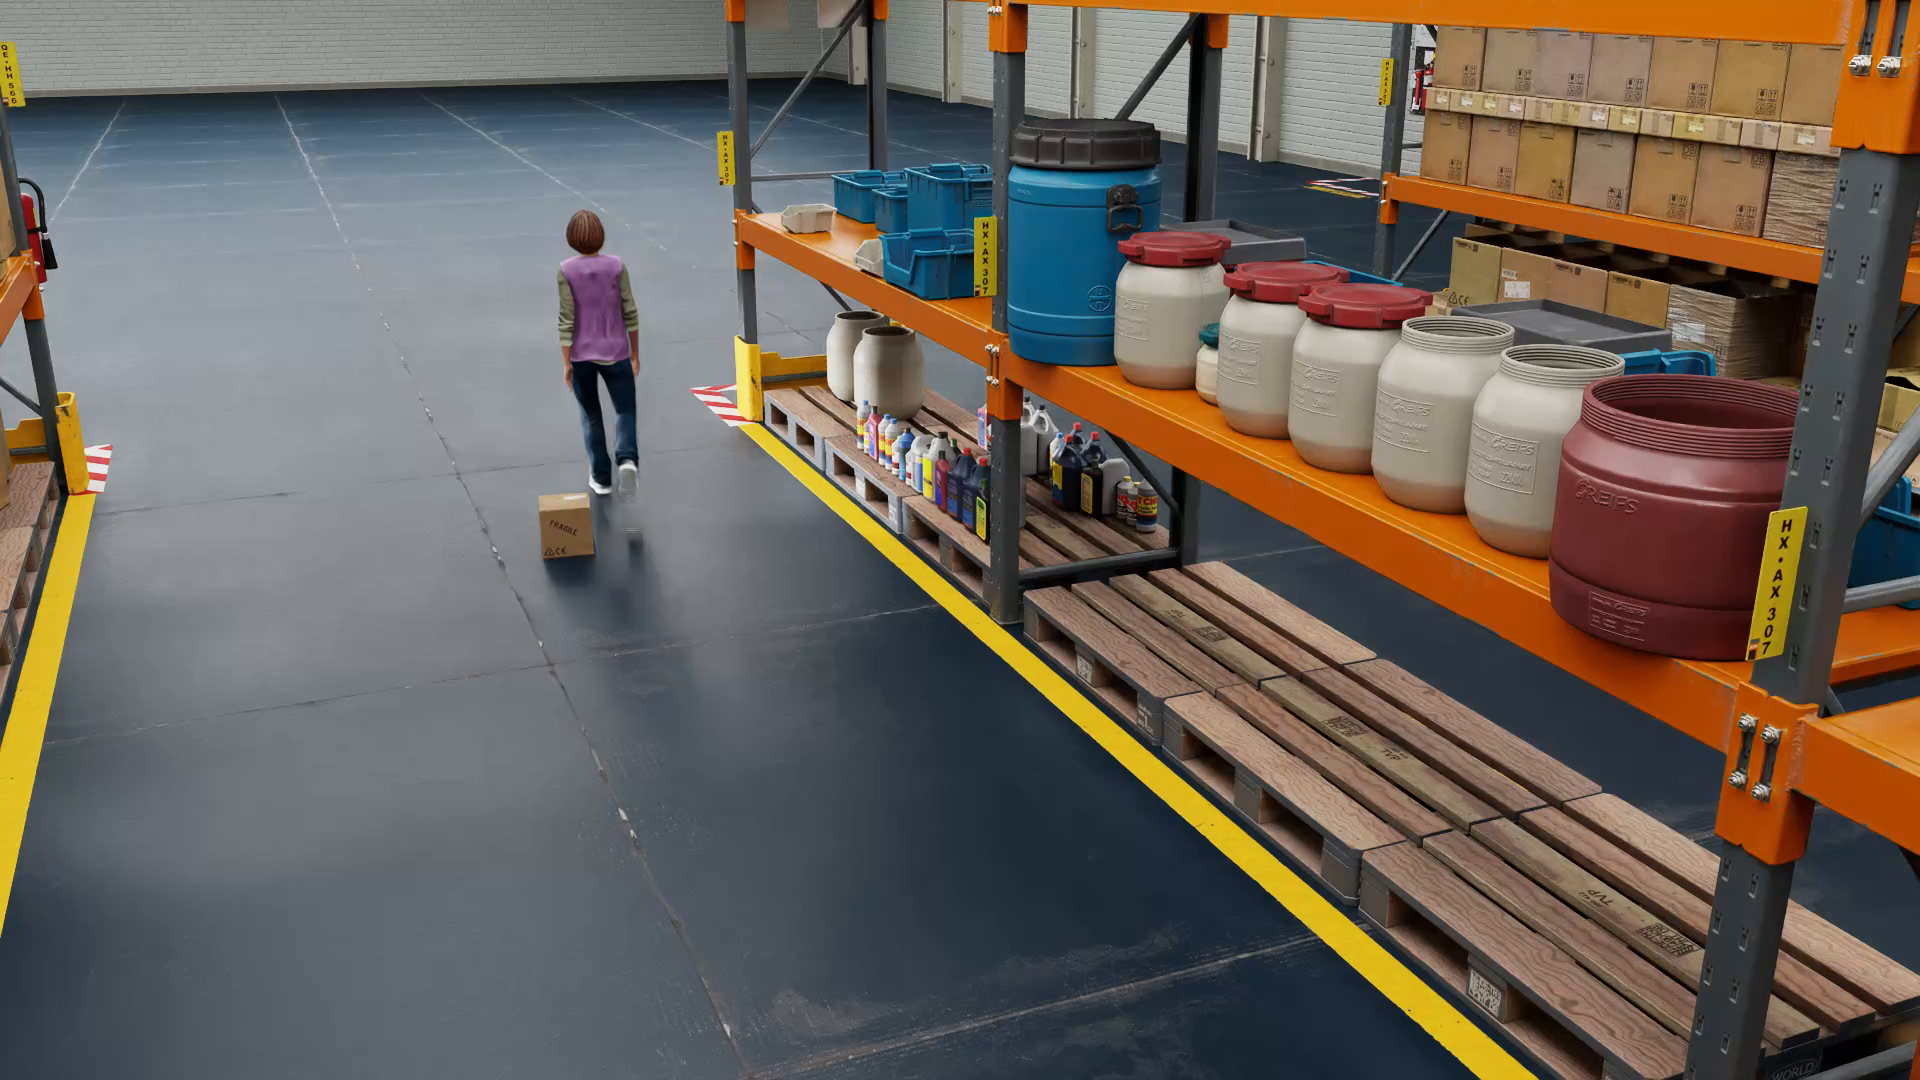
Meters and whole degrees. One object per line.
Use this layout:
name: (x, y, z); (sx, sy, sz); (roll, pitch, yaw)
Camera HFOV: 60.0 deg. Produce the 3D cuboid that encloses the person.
person: (-1.898, -0.957, 8.799); (0.418, 1.564, 0.738); (-4, 20, -12)
